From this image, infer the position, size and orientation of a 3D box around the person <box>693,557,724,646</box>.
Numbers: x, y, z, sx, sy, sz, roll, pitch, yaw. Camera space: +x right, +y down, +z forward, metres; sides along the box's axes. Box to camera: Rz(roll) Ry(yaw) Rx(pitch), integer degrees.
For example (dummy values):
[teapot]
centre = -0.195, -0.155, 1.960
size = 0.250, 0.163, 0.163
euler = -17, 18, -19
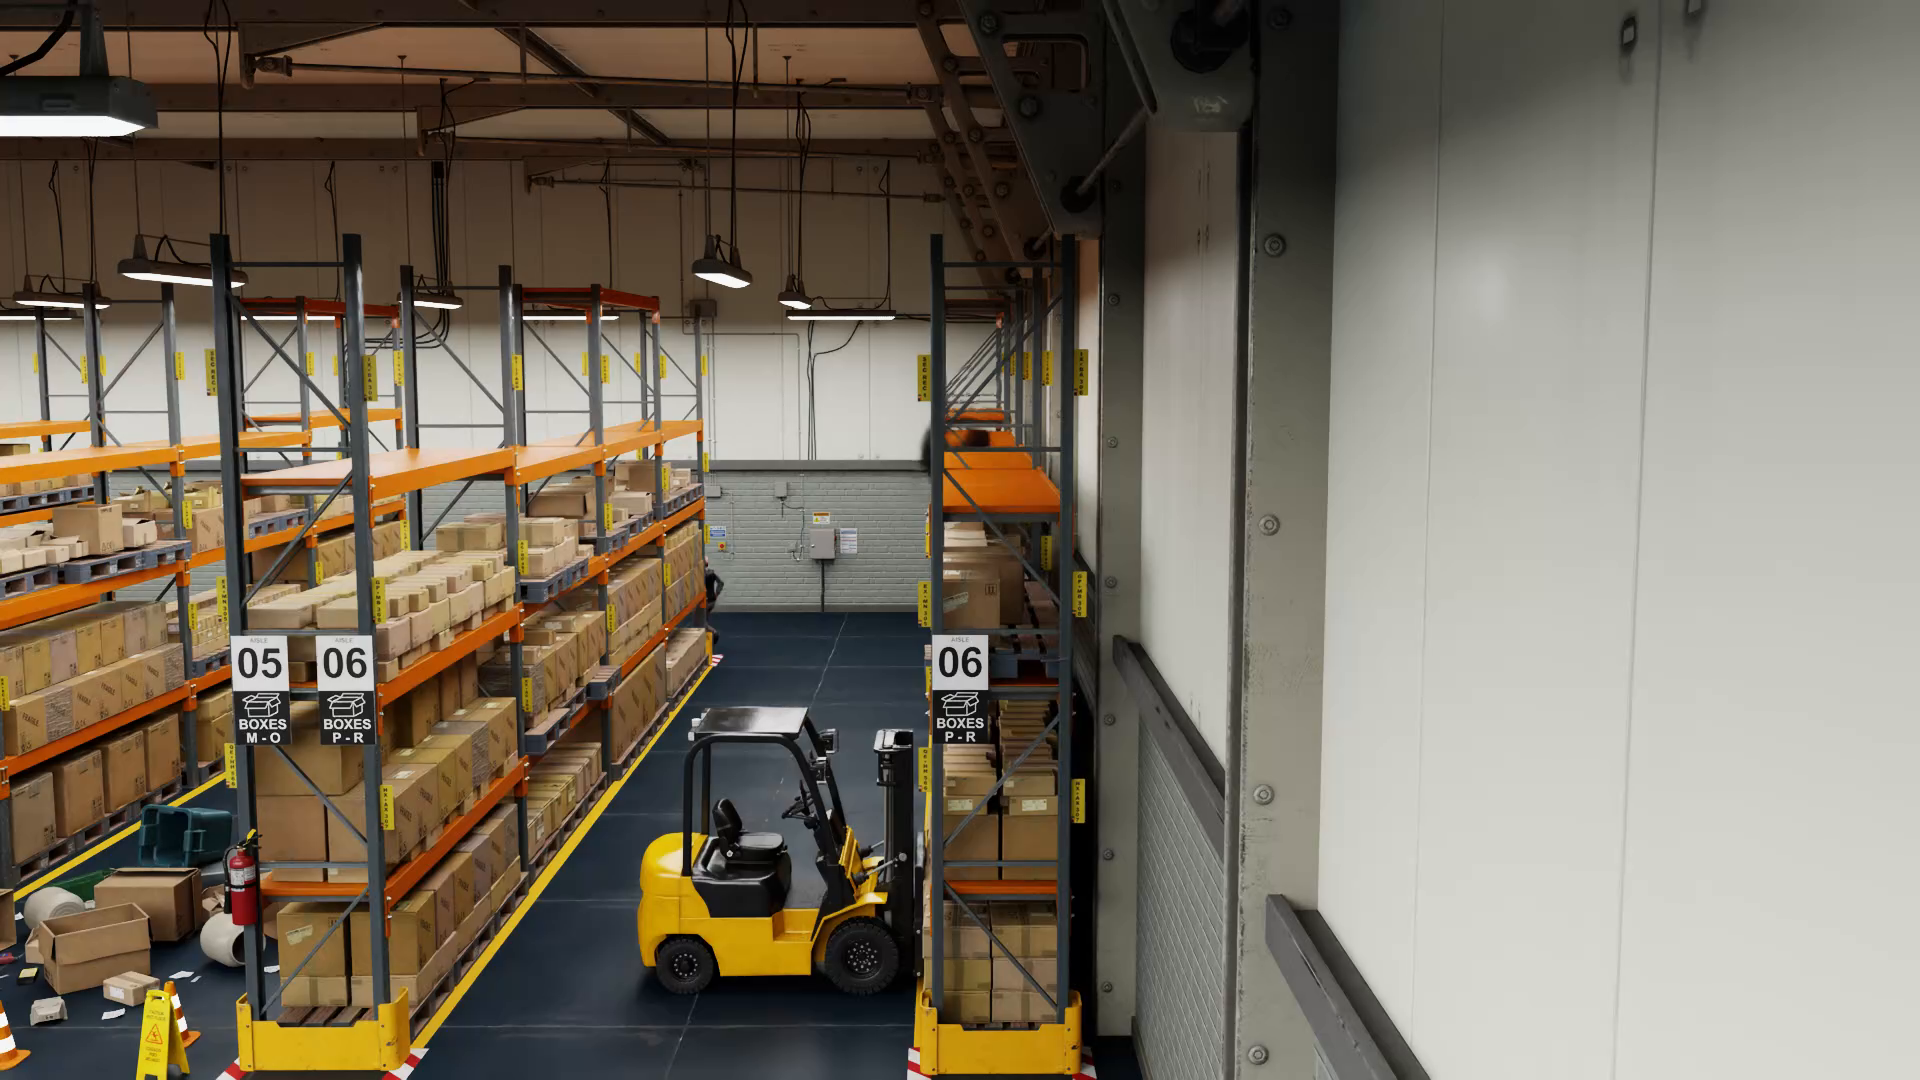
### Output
[person]
centre = -4.530, 1.116, 29.275
size = 0.618, 1.687, 0.711
euler = 5, 8, 40
